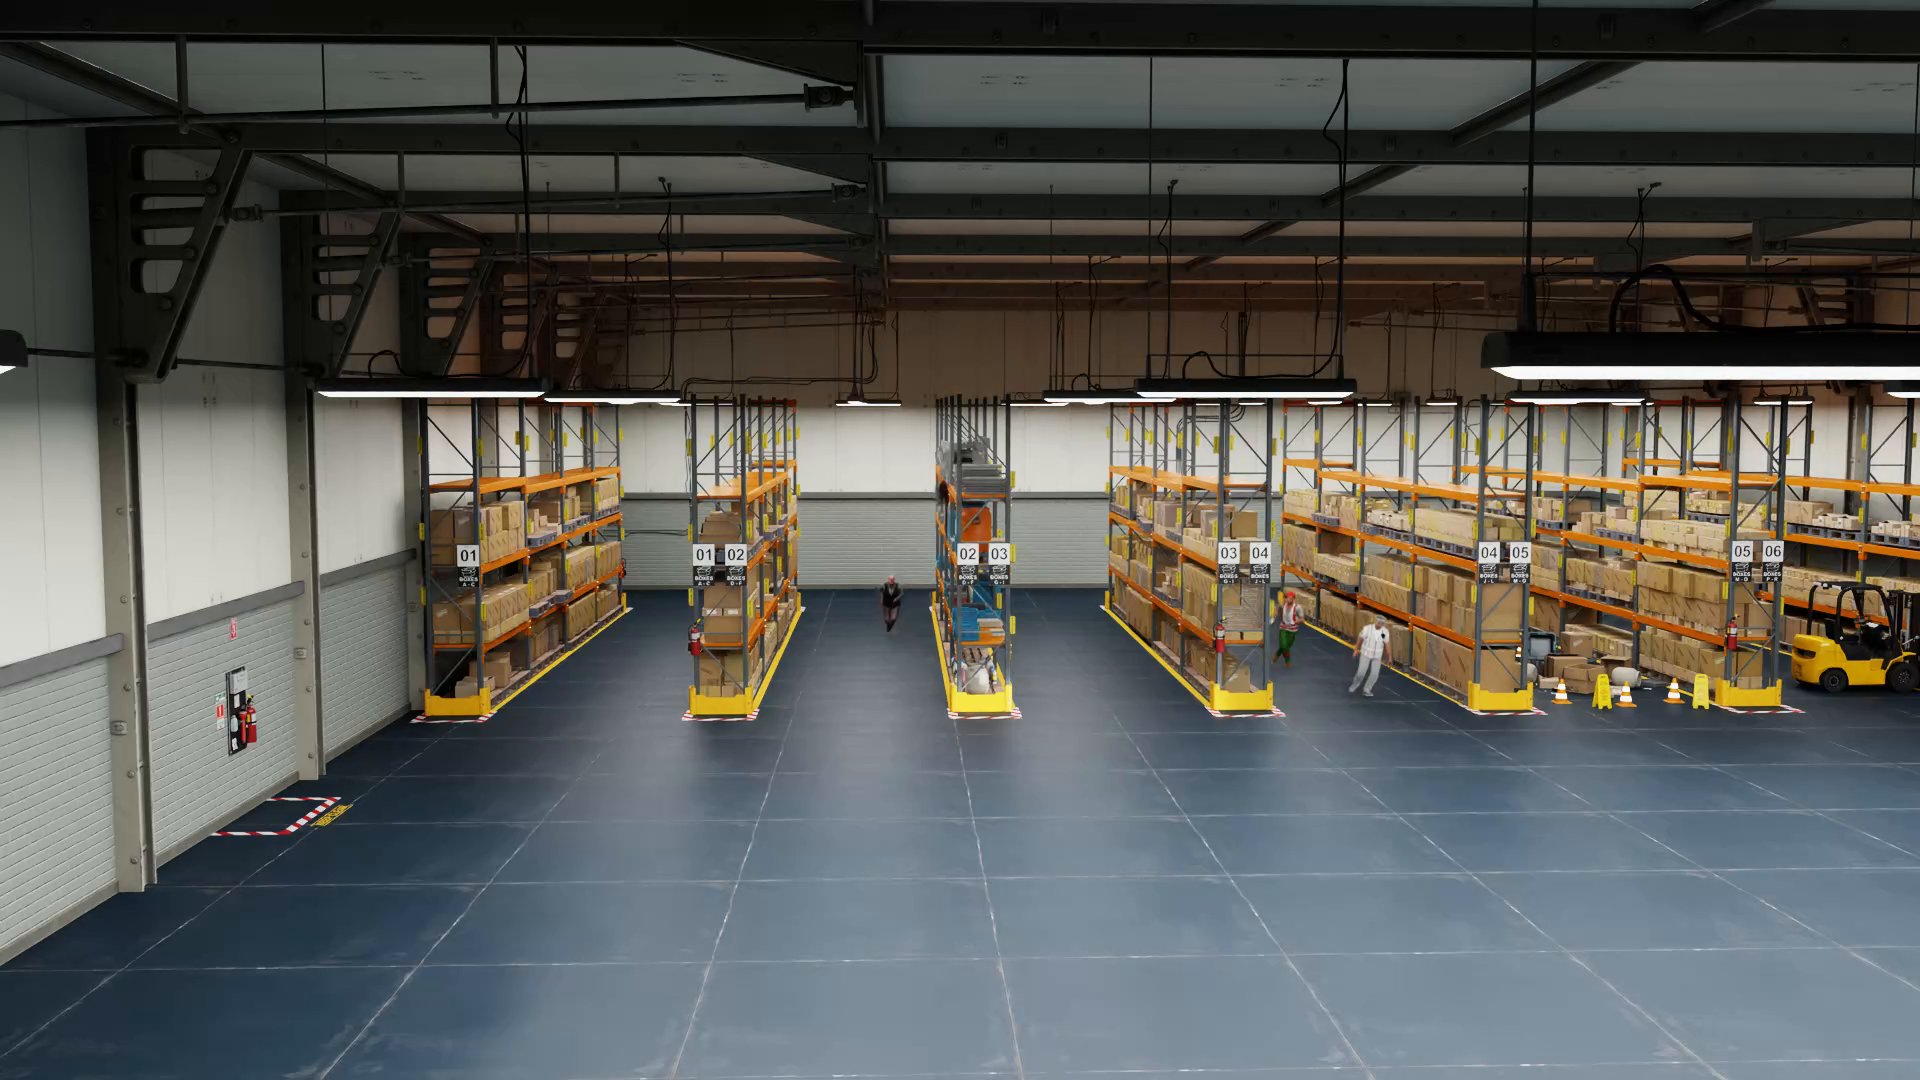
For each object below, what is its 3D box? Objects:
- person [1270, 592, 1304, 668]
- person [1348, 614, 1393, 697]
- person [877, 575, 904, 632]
[{"bbox_3d":[7.256,1.986,36.984,0.787,1.720,0.674,1,5,13],"label":"person"},{"bbox_3d":[8.154,2.285,32.995,0.792,1.663,0.648,0,4,0],"label":"person"},{"bbox_3d":[-1.717,1.589,41.242,0.655,1.479,0.723,0,5,-5],"label":"person"}]
